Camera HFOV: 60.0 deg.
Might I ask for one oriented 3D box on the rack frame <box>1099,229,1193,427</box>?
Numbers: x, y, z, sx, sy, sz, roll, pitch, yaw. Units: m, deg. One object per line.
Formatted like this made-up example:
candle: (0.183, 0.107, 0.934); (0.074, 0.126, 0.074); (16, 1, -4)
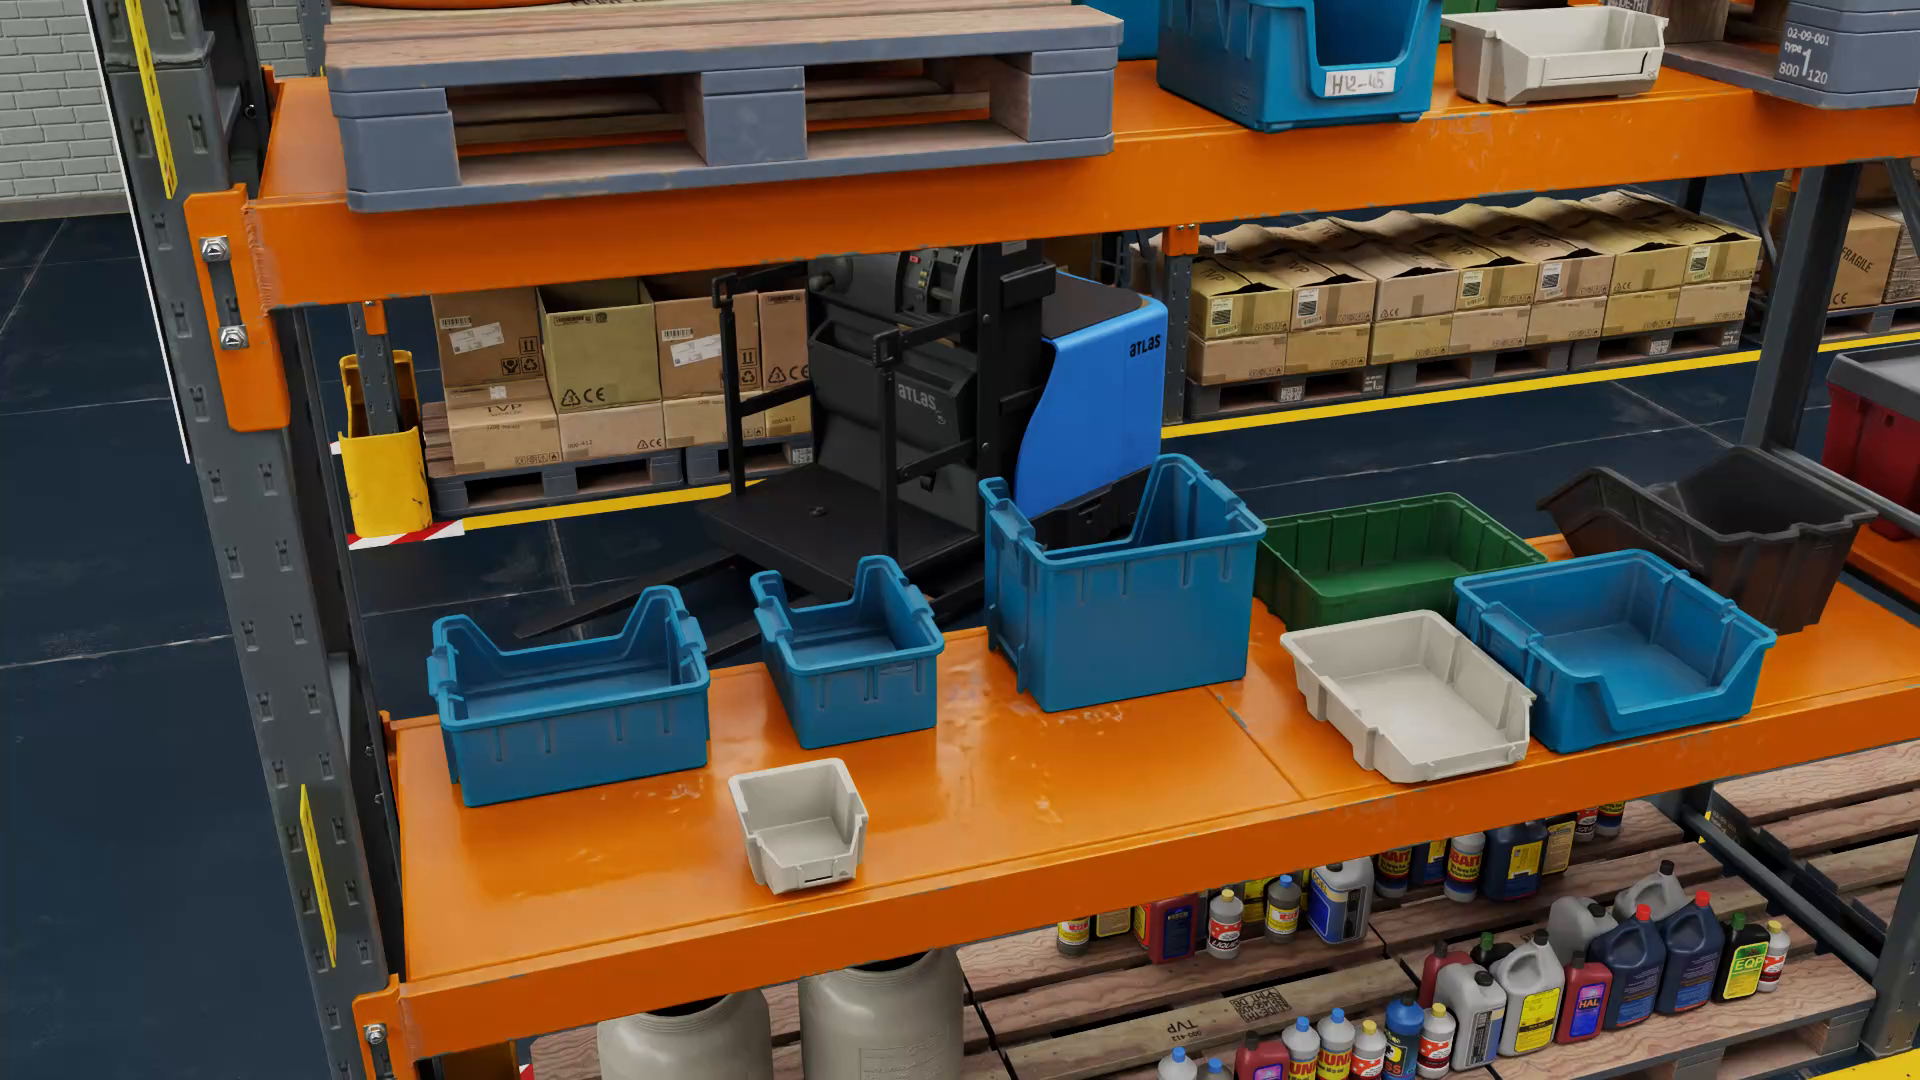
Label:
rack frame: (0.993, -2.170, 8.748); (0.127, 3.000, 1.000); (-8, 28, -16)

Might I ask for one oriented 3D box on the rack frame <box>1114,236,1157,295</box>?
rack frame: (0.819, -0.877, 8.168); (0.006, 1.200, 0.240); (-19, 32, -41)

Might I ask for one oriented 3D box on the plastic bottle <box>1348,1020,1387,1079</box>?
plastic bottle: (1.056, 1.339, 4.331); (0.097, 0.201, 0.097); (0, 26, 0)

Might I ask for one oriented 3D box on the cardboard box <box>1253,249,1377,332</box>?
cardboard box: (1.941, -1.396, 9.178); (0.500, 0.311, 0.500); (-9, 28, -17)

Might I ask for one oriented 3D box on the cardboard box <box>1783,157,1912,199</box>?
cardboard box: (5.666, -2.372, 10.627); (0.500, 0.250, 0.500); (-7, 27, -14)

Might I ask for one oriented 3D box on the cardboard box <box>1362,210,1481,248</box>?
cardboard box: (2.737, -1.764, 9.920); (0.500, 0.311, 0.500); (-9, 28, -17)

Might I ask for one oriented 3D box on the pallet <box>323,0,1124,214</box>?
pallet: (-0.463, -0.856, 2.940); (1.213, 0.211, 1.003); (-8, 28, -16)

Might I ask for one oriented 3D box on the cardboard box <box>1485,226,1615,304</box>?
cardboard box: (3.402, -1.610, 9.608); (0.500, 0.311, 0.500); (-8, 28, -16)

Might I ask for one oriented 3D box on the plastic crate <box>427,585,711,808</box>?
plastic crate: (-0.896, 0.347, 3.845); (0.616, 0.251, 0.499); (-8, 28, -16)

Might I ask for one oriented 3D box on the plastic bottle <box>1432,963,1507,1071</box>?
plastic bottle: (1.355, 1.250, 4.427); (0.135, 0.276, 0.152); (-8, 27, -15)

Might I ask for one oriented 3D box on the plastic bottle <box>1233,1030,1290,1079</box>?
plastic bottle: (0.762, 1.354, 4.209); (0.133, 0.283, 0.061); (-8, 27, -15)

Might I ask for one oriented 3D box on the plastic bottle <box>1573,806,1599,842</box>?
plastic bottle: (1.988, 0.854, 5.309); (0.097, 0.201, 0.097); (0, 26, 0)

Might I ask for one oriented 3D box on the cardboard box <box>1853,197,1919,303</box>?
cardboard box: (5.814, -1.815, 10.348); (0.500, 0.500, 0.500); (-9, 28, -18)

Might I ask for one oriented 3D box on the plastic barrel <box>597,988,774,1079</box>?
plastic barrel: (-0.677, 1.279, 4.126); (0.421, 0.512, 0.421); (0, 26, 0)

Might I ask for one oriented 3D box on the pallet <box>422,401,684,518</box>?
pallet: (-2.096, -0.493, 8.506); (1.213, 0.211, 1.003); (-8, 28, -16)

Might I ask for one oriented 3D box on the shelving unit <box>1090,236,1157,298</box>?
shelving unit: (0.754, -0.854, 8.109); (0.189, 1.200, 0.258); (-19, 32, -41)

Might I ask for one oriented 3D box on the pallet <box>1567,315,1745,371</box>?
pallet: (4.002, -1.375, 10.282); (1.213, 0.211, 1.003); (-8, 28, -16)

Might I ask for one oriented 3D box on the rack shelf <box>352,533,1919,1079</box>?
rack shelf: (0.622, 0.522, 4.133); (4.000, 0.370, 1.077); (-8, 28, -16)

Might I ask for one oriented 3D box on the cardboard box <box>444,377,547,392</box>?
cardboard box: (-2.392, -0.774, 8.557); (0.500, 0.250, 0.500); (-8, 28, -16)

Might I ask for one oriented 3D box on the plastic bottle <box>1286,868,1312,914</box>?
plastic bottle: (1.044, 0.935, 4.979); (0.185, 0.351, 0.144); (-8, 28, -17)

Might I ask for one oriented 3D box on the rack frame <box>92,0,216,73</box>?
rack frame: (-1.280, -2.211, 2.085); (0.127, 3.000, 1.000); (-8, 28, -16)

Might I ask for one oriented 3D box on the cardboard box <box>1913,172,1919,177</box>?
cardboard box: (6.603, -2.172, 11.069); (0.500, 0.500, 0.500); (-9, 28, -18)

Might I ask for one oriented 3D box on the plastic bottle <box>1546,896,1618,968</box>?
plastic bottle: (1.748, 1.126, 4.678); (0.135, 0.276, 0.152); (-8, 28, -16)

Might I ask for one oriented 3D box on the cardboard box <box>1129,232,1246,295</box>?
cardboard box: (1.290, -1.555, 9.498); (0.500, 0.311, 0.500); (-8, 28, -16)

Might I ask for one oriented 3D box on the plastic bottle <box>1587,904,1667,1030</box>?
plastic bottle: (1.818, 1.151, 4.542); (0.185, 0.351, 0.144); (-10, 28, -19)

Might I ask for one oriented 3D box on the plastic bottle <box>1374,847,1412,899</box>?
plastic bottle: (1.320, 0.948, 5.041); (0.097, 0.271, 0.097); (0, 26, 0)

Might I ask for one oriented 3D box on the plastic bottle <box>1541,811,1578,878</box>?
plastic bottle: (1.820, 0.904, 5.116); (0.133, 0.283, 0.061); (-8, 28, -16)

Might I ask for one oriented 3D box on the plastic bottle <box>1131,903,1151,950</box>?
plastic bottle: (0.579, 1.037, 4.856); (0.135, 0.276, 0.152); (-8, 28, -16)

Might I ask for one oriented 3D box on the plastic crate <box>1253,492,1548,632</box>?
plastic crate: (1.146, 0.087, 4.439); (0.662, 0.188, 0.450); (-8, 28, -16)

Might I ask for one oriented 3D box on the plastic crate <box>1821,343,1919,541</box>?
plastic crate: (2.889, -0.300, 4.909); (0.583, 0.464, 0.402); (-8, 28, -16)

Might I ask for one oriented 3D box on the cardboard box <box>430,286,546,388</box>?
cardboard box: (-2.392, -1.111, 8.392); (0.500, 0.500, 0.500); (-8, 28, -16)

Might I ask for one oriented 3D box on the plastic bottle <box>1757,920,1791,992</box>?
plastic bottle: (2.275, 1.163, 4.686); (0.097, 0.201, 0.097); (0, 26, 0)

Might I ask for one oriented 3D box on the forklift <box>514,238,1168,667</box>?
forklift: (-0.442, -1.118, 6.705); (3.031, 2.935, 1.130); (-24, 35, -39)

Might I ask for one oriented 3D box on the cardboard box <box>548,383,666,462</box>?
cardboard box: (-1.757, -0.626, 8.257); (0.500, 0.250, 0.500); (-8, 28, -16)

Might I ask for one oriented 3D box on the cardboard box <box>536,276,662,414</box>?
cardboard box: (-1.756, -0.961, 8.089); (0.500, 0.500, 0.500); (-8, 28, -16)

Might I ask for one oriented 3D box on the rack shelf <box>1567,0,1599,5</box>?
rack shelf: (5.161, -4.768, 14.790); (4.000, 0.370, 1.077); (-8, 28, -16)

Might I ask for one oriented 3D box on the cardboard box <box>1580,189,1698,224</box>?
cardboard box: (4.208, -1.981, 10.355); (0.500, 0.311, 0.500); (-7, 27, -14)

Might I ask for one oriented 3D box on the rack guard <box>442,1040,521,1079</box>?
rack guard: (-1.222, 1.565, 4.036); (0.348, 0.500, 1.175); (-8, 28, -16)

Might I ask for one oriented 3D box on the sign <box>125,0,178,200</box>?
sign: (-1.113, -0.639, 2.280); (0.005, 0.325, 0.100); (-8, 28, -16)

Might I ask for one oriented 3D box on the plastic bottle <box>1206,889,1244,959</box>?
plastic bottle: (0.767, 1.102, 4.810); (0.097, 0.201, 0.097); (0, 26, 0)

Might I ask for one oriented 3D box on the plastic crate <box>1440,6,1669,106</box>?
plastic crate: (1.123, -0.909, 3.130); (0.396, 0.136, 0.243); (-8, 28, -16)

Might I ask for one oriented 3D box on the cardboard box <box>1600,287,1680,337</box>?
cardboard box: (3.883, -1.429, 9.876); (0.500, 0.250, 0.500); (-9, 28, -17)

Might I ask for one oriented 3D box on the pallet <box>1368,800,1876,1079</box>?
pallet: (1.872, 1.249, 4.997); (1.213, 0.211, 1.003); (-8, 28, -16)

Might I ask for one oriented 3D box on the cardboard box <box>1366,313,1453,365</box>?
cardboard box: (2.432, -1.220, 9.453); (0.500, 0.250, 0.500); (-9, 28, -18)
